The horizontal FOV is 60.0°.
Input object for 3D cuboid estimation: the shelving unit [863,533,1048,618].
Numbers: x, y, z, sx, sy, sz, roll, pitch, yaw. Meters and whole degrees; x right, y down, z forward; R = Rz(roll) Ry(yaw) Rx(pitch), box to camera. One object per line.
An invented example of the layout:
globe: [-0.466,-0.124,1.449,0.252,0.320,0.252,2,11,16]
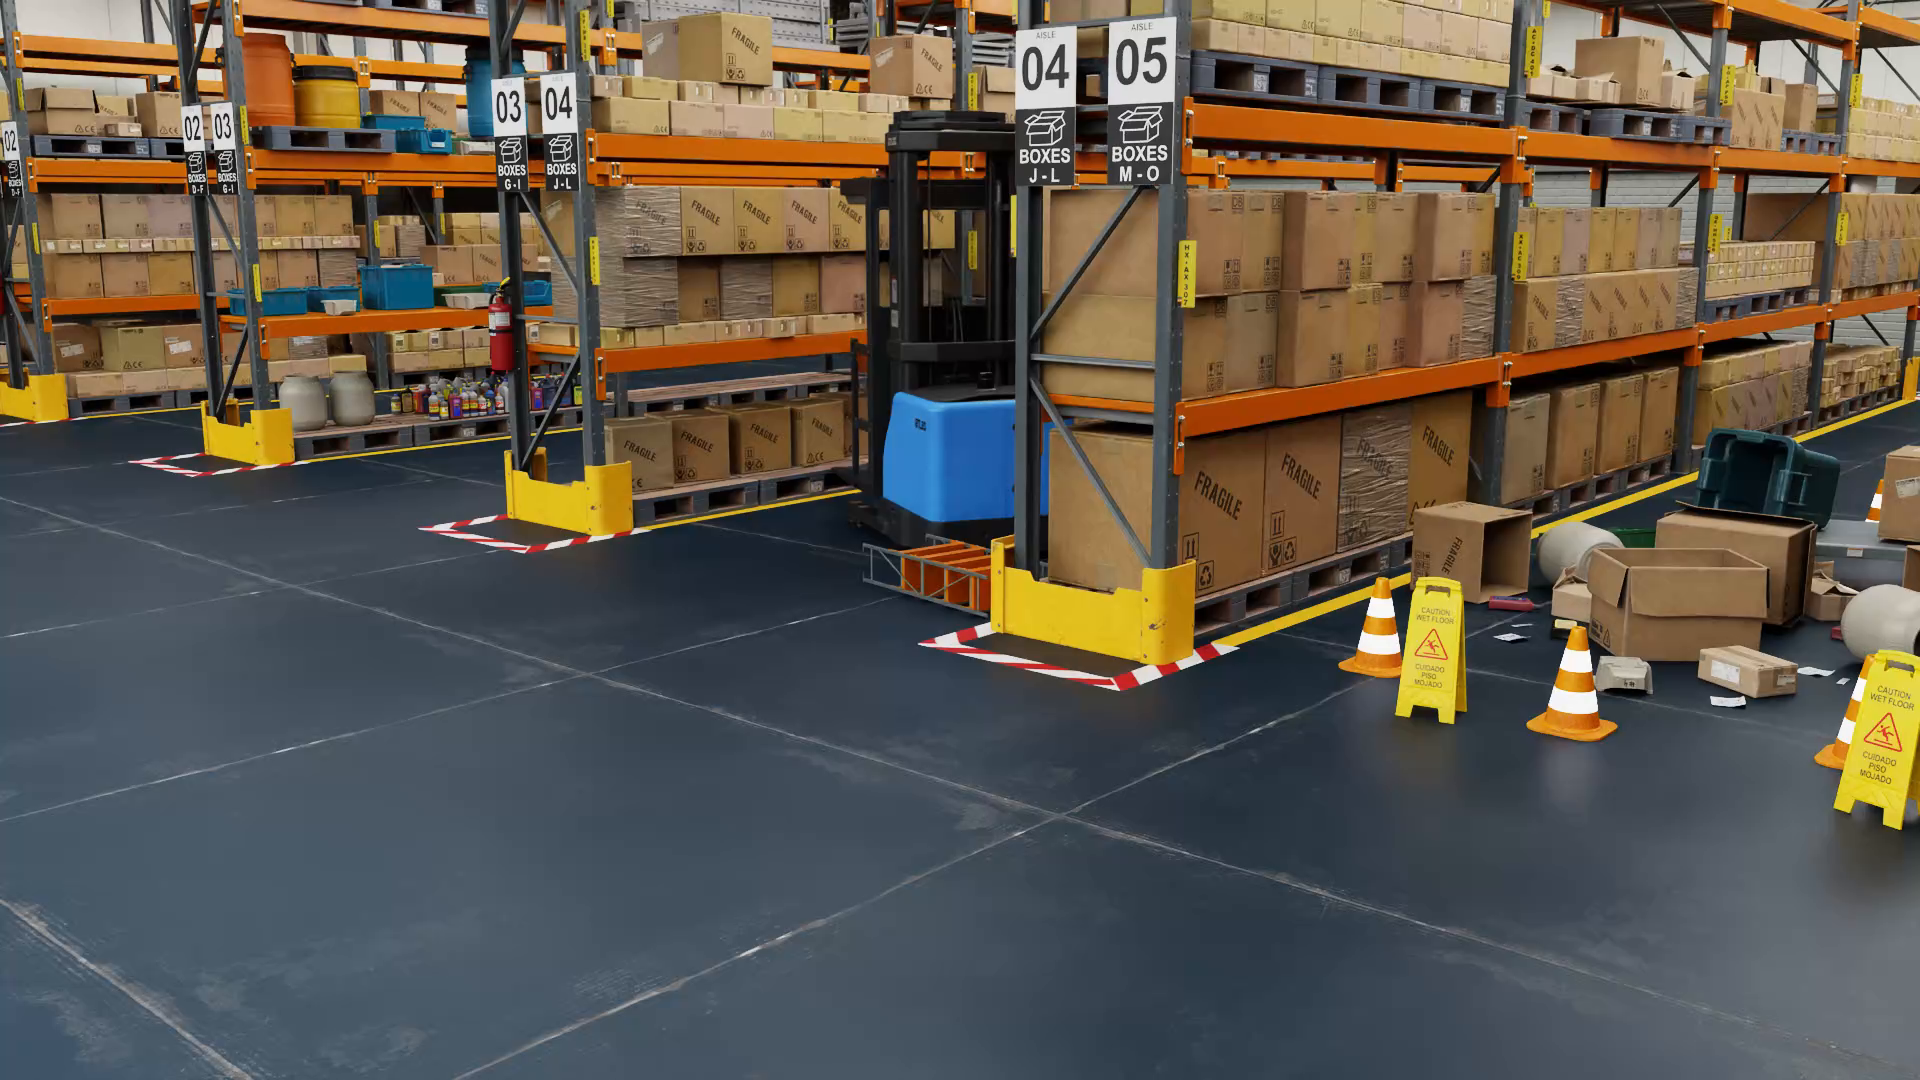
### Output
shelving unit: [-0.028,0.199,9.964,0.503,0.258,1.200,-9,14,-38]

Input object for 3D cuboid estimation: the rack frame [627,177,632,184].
rack frame: [-5.105,-4.043,24.293,1.000,3.000,0.127,10,15,40]

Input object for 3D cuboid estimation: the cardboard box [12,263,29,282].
cardboard box: [-12.876,-3.625,22.534,0.500,0.250,0.500,9,15,39]

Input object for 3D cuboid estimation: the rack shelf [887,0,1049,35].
rack shelf: [1.014,-4.860,15.926,1.077,0.370,4.000,10,15,40]

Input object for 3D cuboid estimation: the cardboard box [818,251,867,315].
cardboard box: [-1.261,-2.154,13.822,0.875,0.500,0.500,10,15,40]

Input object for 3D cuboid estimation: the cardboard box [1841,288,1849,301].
cardboard box: [9.501,-2.703,18.225,0.380,0.149,0.250,9,14,38]

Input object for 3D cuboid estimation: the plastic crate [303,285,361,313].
plastic crate: [-6.129,-2.359,16.242,0.499,0.251,0.408,10,15,40]

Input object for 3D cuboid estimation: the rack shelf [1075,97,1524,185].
rack shelf: [2.032,-2.340,9.949,1.077,0.370,4.000,10,15,40]

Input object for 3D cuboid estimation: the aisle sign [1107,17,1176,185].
aisle sign: [0.891,-2.154,8.198,0.394,0.787,0.004,10,15,40]

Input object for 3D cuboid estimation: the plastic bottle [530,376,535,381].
plastic bottle: [-4.679,-1.642,18.085,0.061,0.283,0.133,10,15,40]

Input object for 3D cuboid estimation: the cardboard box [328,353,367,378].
cardboard box: [-7.887,-2.215,21.091,0.500,0.250,0.500,10,15,40]

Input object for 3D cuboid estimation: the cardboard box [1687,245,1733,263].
cardboard box: [6.784,-2.598,15.110,0.380,0.149,0.250,10,15,40]

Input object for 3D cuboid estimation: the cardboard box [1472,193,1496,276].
cardboard box: [3.083,-2.070,11.276,0.875,0.550,0.550,10,15,40]

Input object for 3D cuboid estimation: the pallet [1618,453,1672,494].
pallet: [5.416,-0.631,14.333,1.003,0.211,1.213,10,15,40]

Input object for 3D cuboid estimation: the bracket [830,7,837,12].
bracket: [-4.134,-10.587,32.552,0.076,0.066,4.783,10,15,40]

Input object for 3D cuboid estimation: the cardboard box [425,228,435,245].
cardboard box: [-8.715,-4.991,27.974,0.500,0.500,0.500,10,15,41]

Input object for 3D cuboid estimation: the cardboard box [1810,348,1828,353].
cardboard box: [10.027,-2.185,19.681,0.380,0.149,0.250,11,15,43]

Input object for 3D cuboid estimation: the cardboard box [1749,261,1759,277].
cardboard box: [7.312,-2.568,15.722,0.380,0.149,0.250,10,15,40]

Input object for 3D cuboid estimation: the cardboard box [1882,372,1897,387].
cardboard box: [10.989,-1.935,19.946,0.380,0.149,0.250,10,15,42]

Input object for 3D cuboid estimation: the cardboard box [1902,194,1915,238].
cardboard box: [10.824,-3.793,19.477,0.500,0.500,0.500,9,14,38]

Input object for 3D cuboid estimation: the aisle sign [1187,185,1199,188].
aisle sign: [3.719,-5.902,26.967,0.394,0.787,0.004,10,15,40]

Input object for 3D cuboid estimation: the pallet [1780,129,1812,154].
pallet: [7.464,-3.842,16.112,1.213,0.211,1.003,10,15,40]

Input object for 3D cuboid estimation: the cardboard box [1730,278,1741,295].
cardboard box: [6.972,-2.347,15.371,0.380,0.149,0.250,11,16,43]

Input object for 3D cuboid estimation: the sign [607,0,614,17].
sign: [-3.621,-5.580,17.206,0.100,0.325,0.005,10,15,40]

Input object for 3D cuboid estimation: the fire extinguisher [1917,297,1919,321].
fire extinguisher: [11.787,-3.039,20.416,0.296,0.674,0.183,10,15,40]

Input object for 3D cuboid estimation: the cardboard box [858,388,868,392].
cardboard box: [-0.601,-1.099,14.866,0.500,0.500,0.500,9,15,39]

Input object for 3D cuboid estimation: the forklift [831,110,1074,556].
forklift: [-0.214,-1.552,11.999,1.130,2.935,3.031,-4,12,-20]

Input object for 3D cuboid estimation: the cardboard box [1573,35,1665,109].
cardboard box: [5.056,-3.588,12.776,0.500,0.500,0.500,10,15,40]

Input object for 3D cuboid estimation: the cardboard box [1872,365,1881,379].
cardboard box: [10.466,-1.967,19.347,0.380,0.149,0.250,10,15,41]

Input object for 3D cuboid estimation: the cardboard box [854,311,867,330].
cardboard box: [-0.955,-1.844,13.929,0.380,0.149,0.250,10,15,40]

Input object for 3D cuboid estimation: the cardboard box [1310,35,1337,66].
cardboard box: [1.846,-2.688,9.168,0.380,0.149,0.250,10,15,41]

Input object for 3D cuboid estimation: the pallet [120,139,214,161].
pallet: [-9.094,-4.574,19.522,1.003,0.211,1.213,10,15,40]

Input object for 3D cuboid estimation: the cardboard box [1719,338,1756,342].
cardboard box: [7.947,-1.967,17.296,0.500,0.250,0.500,9,14,38]

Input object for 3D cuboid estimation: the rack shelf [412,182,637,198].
rack shelf: [-7.508,-6.095,28.747,1.077,0.370,4.000,10,15,40]

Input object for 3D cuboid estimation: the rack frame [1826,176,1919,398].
rack frame: [11.274,-3.282,20.485,1.000,3.000,0.127,10,15,40]

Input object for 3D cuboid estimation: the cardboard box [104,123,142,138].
cardboard box: [-9.477,-4.638,18.828,0.380,0.149,0.250,10,15,40]

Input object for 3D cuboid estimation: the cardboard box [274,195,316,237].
cardboard box: [-8.366,-3.999,20.505,0.700,0.500,0.500,10,15,40]

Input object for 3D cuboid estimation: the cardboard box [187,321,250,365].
cardboard box: [-8.873,-2.361,19.909,0.500,0.500,0.500,10,15,40]

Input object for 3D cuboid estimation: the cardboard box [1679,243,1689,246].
cardboard box: [6.827,-2.801,16.126,0.380,0.149,0.250,11,16,43]

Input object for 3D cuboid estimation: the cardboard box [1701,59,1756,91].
cardboard box: [6.807,-4.100,14.713,0.396,0.266,0.258,10,15,40]

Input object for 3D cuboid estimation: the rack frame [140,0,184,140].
rack frame: [-11.469,-7.036,23.963,1.000,3.000,0.127,10,15,40]

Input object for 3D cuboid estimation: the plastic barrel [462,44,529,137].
plastic barrel: [-4.764,-4.603,17.089,0.600,0.901,0.708,10,15,40]

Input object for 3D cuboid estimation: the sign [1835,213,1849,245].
sign: [9.053,-3.190,17.069,0.100,0.325,0.005,10,15,40]

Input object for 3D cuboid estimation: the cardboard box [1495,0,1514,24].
cardboard box: [3.351,-3.415,10.772,0.380,0.149,0.250,10,15,40]

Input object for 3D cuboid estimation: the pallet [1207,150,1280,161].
pallet: [2.719,-4.241,18.111,1.213,0.211,1.003,11,16,43]

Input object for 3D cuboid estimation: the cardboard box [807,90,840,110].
cardboard box: [-1.170,-3.486,13.212,0.380,0.149,0.250,11,16,43]

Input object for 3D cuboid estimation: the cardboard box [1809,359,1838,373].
cardboard box: [9.373,-1.894,18.221,0.380,0.149,0.250,9,15,40]

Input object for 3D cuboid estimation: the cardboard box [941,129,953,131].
cardboard box: [-0.411,-3.469,14.147,0.500,0.250,0.500,11,15,42]

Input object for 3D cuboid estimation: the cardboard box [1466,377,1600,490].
cardboard box: [4.334,-0.864,13.049,1.050,0.750,0.750,10,15,40]

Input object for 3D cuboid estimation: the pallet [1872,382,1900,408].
pallet: [10.661,-1.789,20.127,1.003,0.211,1.213,10,15,40]

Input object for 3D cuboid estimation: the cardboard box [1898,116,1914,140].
cardboard box: [10.484,-4.674,18.900,0.500,0.250,0.500,10,15,41]

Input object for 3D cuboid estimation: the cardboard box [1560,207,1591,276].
cardboard box: [4.348,-2.280,12.660,0.700,0.500,0.500,10,15,41]

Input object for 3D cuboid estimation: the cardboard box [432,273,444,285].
cardboard box: [-7.007,-3.435,21.891,0.380,0.149,0.250,10,15,40]

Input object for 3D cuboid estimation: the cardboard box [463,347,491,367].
cardboard box: [-6.615,-2.491,22.470,0.500,0.250,0.500,9,15,39]

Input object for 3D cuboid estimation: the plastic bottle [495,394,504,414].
plastic bottle: [-4.743,-1.405,17.106,0.097,0.201,0.097,0,11,0]

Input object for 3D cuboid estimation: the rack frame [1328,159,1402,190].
rack frame: [4.974,-3.350,20.824,1.000,3.000,0.127,10,15,40]

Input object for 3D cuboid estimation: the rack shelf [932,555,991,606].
rack shelf: [0.069,0.223,9.845,0.480,0.258,0.148,-9,14,-38]

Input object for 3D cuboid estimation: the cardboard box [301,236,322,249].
cardboard box: [-8.100,-3.679,20.559,0.380,0.149,0.250,9,15,39]

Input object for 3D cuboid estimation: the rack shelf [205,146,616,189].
rack shelf: [-5.347,-3.637,16.441,1.077,0.370,4.000,10,15,40]
